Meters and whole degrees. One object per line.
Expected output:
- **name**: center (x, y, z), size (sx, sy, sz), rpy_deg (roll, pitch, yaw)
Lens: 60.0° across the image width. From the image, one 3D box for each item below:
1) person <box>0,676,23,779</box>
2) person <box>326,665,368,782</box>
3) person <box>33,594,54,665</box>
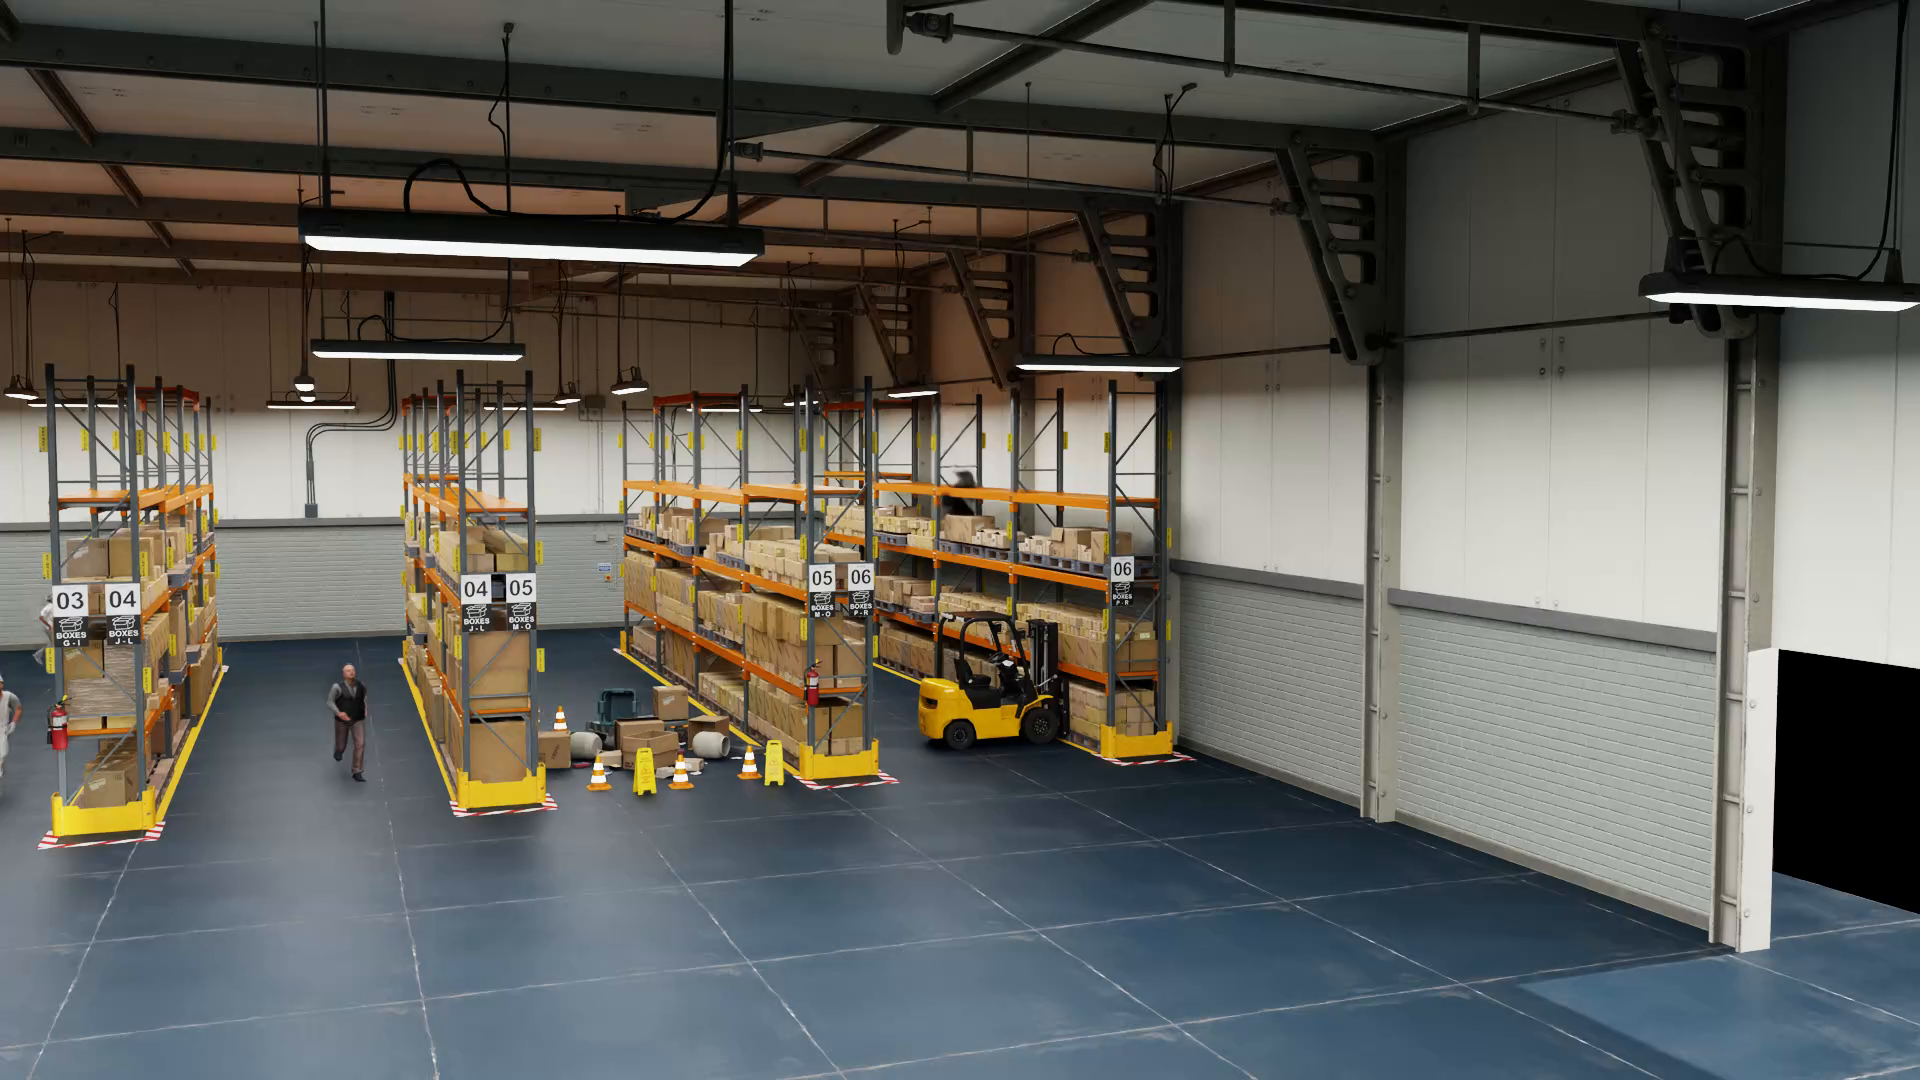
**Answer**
- **person**: center (-13.720, 2.765, 23.675), size (0.664, 1.768, 0.949), rpy_deg (-1, 4, -23)
- **person**: center (-9.146, 2.722, 24.890), size (0.639, 1.714, 1.035), rpy_deg (-2, 4, -32)
- **person**: center (-20.094, 1.987, 36.789), size (0.859, 1.690, 0.573), rpy_deg (0, 3, -3)
